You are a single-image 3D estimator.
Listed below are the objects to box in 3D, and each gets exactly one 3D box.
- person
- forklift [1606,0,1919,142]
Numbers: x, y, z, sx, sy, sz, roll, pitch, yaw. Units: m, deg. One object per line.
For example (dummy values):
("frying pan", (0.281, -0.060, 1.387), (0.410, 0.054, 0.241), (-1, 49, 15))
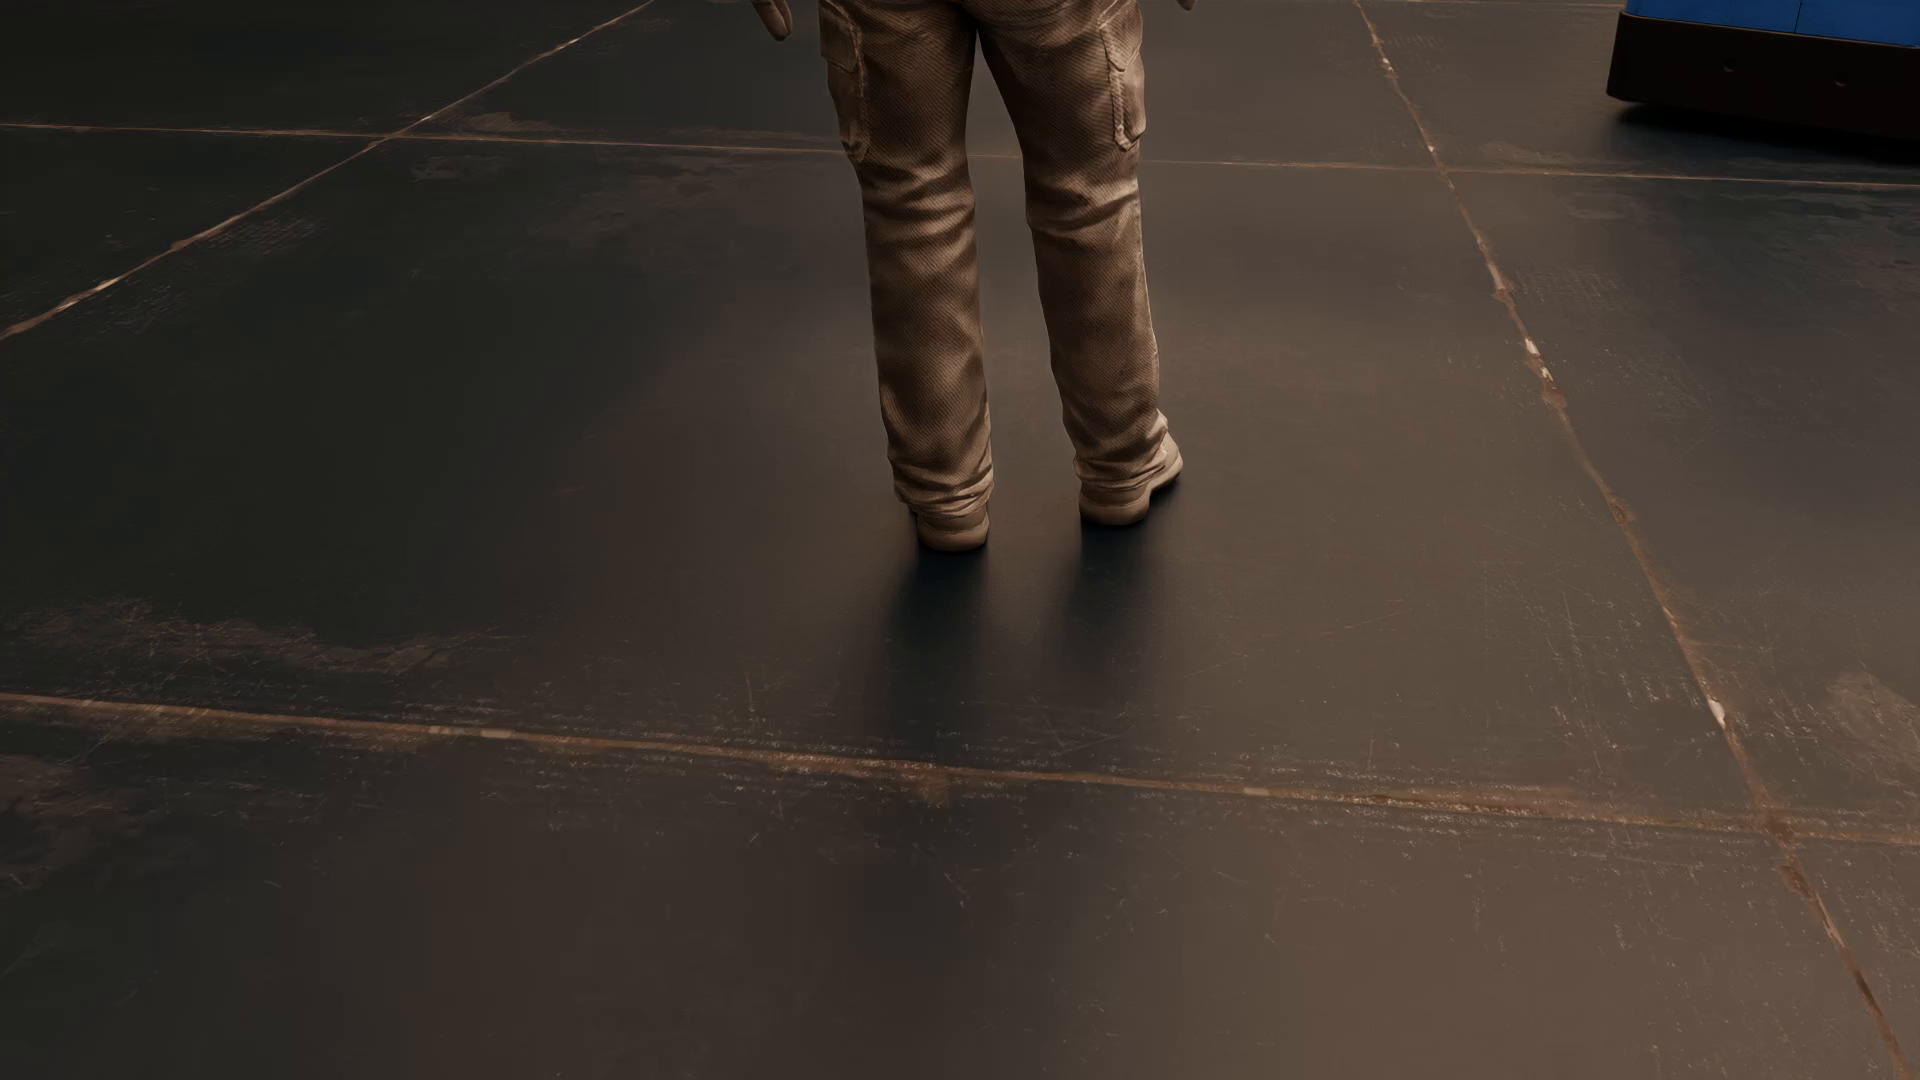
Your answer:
("person", (0.018, -0.836, 2.161), (0.656, 1.782, 0.577), (3, 27, 7))
("forklift", (3.324, -2.938, 5.106), (1.130, 2.935, 3.031), (22, 34, 37))
